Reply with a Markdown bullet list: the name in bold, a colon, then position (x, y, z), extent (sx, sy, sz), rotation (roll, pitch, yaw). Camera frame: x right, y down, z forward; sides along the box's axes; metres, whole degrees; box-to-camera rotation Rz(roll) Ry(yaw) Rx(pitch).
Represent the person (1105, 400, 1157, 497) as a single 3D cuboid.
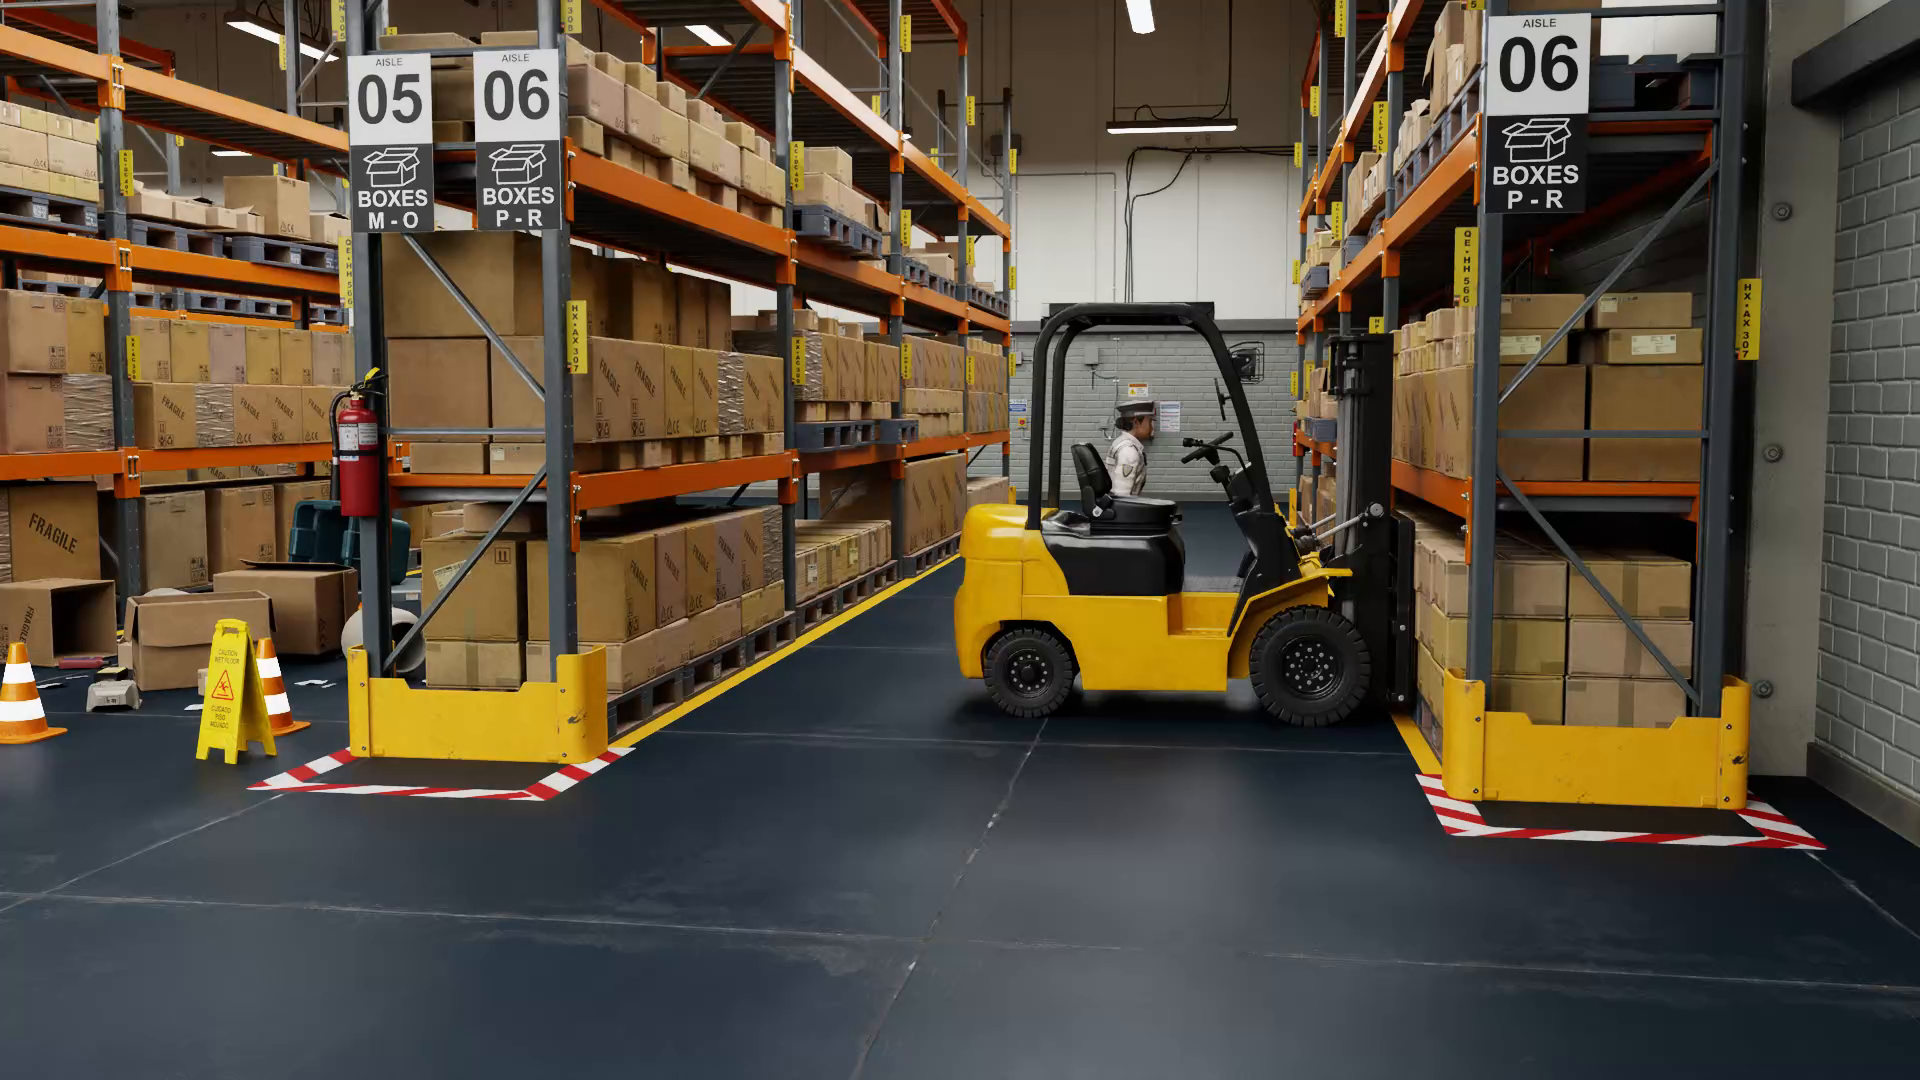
- **person**: position (1.076, -0.065, 10.684), extent (0.374, 1.664, 0.540), rotation (1, 5, 7)
